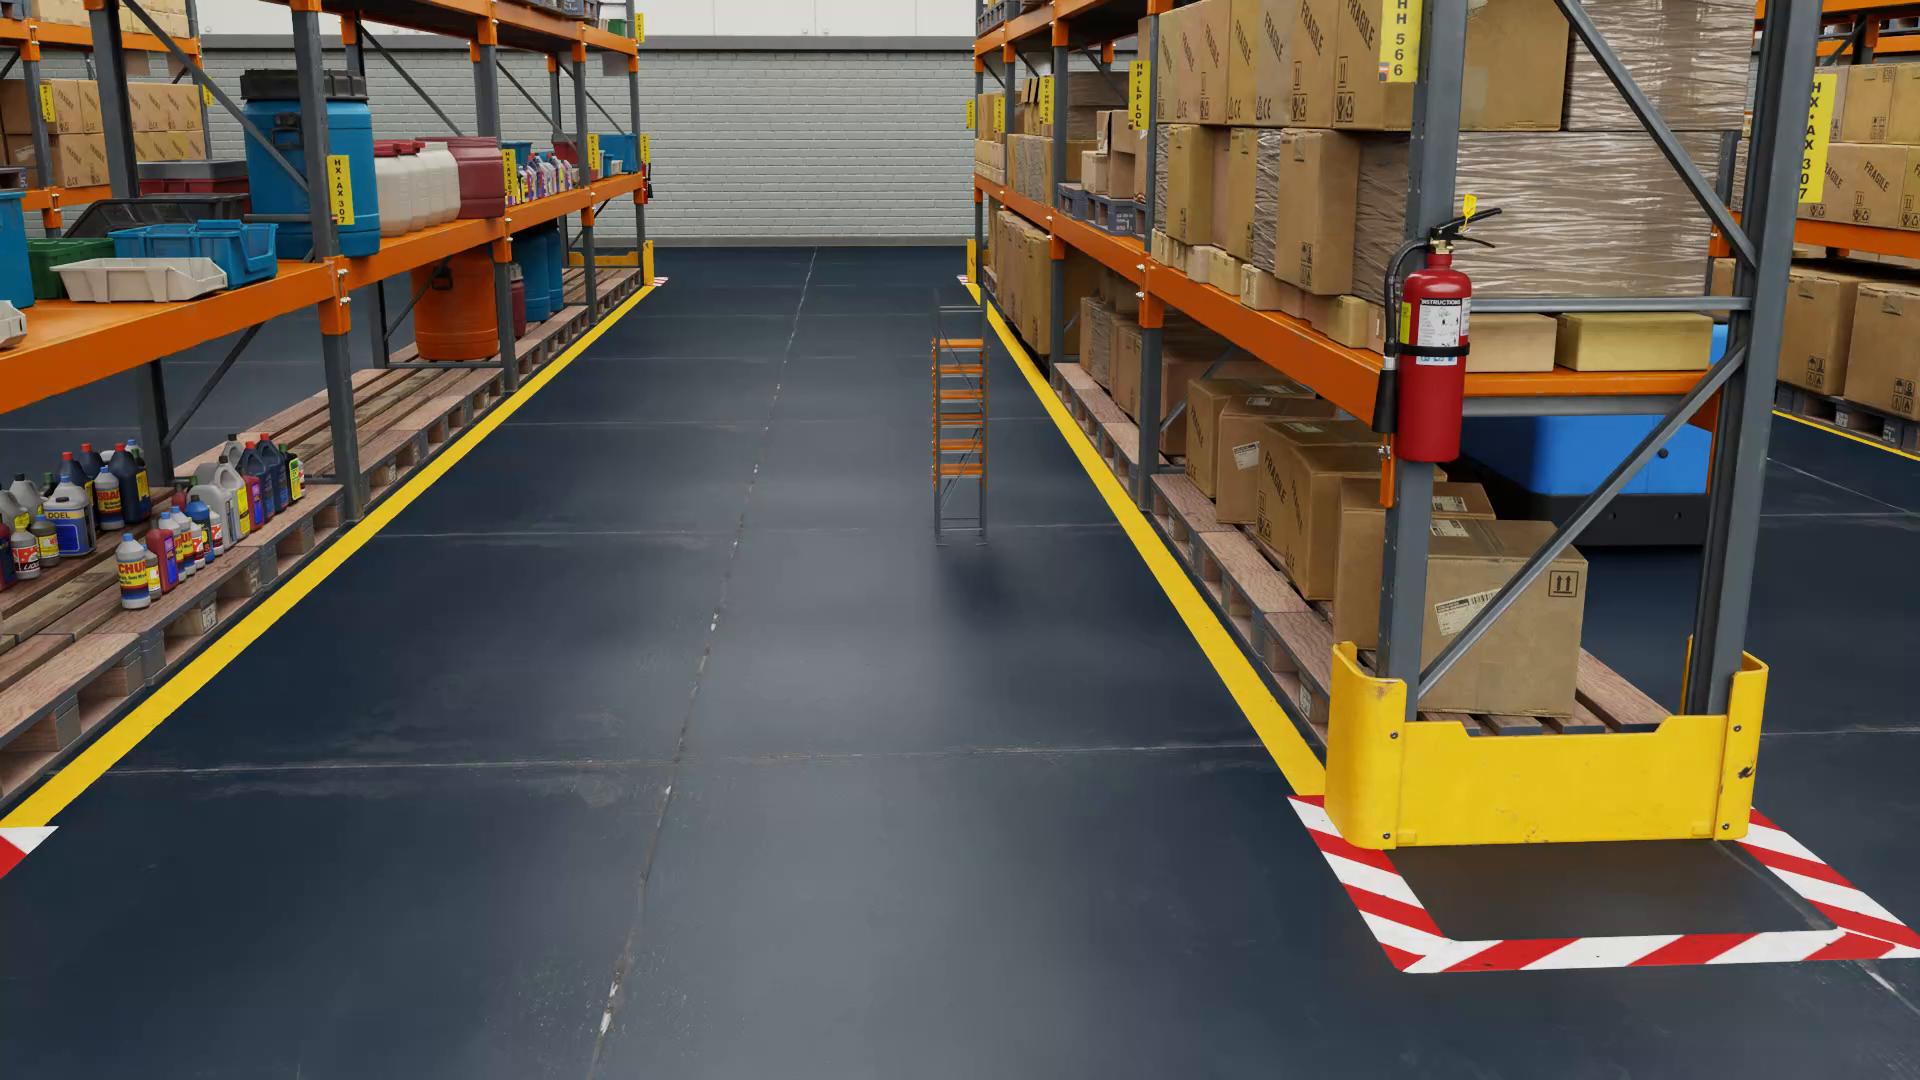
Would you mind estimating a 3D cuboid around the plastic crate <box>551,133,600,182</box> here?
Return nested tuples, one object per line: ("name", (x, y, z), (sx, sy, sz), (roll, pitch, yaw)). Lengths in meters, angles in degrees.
("plastic crate", (-3.818, -3.812, 16.574), (0.402, 0.464, 0.583), (-1, 14, -3))

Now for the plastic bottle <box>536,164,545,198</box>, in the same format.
("plastic bottle", (-3.529, -3.012, 13.948), (0.061, 0.283, 0.133), (-1, 14, -3))

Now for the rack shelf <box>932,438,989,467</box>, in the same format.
("rack shelf", (0.001, -0.418, 7.904), (0.258, 0.103, 0.180), (-1, 14, -3))

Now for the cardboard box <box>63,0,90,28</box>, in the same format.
("cardboard box", (-8.767, -5.080, 16.031), (0.500, 0.250, 0.500), (-1, 14, -3))

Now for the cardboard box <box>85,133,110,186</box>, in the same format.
("cardboard box", (-8.752, -3.757, 16.409), (0.500, 0.500, 0.500), (-1, 14, -2))

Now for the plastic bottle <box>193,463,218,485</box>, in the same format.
("plastic bottle", (-3.324, -0.219, 7.439), (0.152, 0.276, 0.135), (-1, 14, -3))

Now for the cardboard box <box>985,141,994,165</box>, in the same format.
("cardboard box", (0.547, -4.161, 17.884), (0.500, 0.250, 0.500), (-1, 14, -5))

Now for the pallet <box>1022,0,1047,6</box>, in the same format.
("pallet", (1.085, -4.128, 12.411), (1.213, 0.211, 1.003), (0, 14, -1))

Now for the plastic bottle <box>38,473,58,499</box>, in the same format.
("plastic bottle", (-3.901, -0.138, 7.112), (0.061, 0.283, 0.133), (0, 14, -1))

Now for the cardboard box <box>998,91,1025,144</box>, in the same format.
("cardboard box", (0.635, -4.147, 16.325), (0.500, 0.500, 0.500), (0, 14, -2))

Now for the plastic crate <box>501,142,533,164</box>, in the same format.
("plastic crate", (-4.382, -3.658, 16.137), (0.392, 0.384, 0.575), (-1, 14, -3))

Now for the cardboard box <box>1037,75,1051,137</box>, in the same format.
("cardboard box", (1.063, -3.653, 13.990), (0.797, 0.503, 0.637), (0, 14, -2))

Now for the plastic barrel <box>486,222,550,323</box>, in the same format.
("plastic barrel", (-3.952, -2.402, 14.709), (0.600, 0.901, 0.708), (-1, 14, -3))

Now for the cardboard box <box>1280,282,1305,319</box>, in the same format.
("cardboard box", (1.356, -0.875, 5.911), (0.380, 0.149, 0.250), (-1, 14, -3))

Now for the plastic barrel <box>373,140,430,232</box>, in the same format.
("plastic barrel", (-3.430, -2.134, 10.027), (0.433, 0.535, 0.433), (0, 14, 0))

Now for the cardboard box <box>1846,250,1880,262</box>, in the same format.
("cardboard box", (10.779, -3.323, 19.220), (0.875, 0.438, 0.875), (0, 14, -2))

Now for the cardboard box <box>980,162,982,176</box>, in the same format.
("cardboard box", (0.426, -4.190, 18.796), (0.380, 0.149, 0.250), (-1, 14, -4))

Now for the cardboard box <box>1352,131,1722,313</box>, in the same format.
("cardboard box", (1.667, -0.948, 4.893), (0.875, 0.500, 0.500), (-1, 14, -3))

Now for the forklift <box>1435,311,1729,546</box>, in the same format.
("forklift", (3.068, -1.702, 8.758), (1.130, 2.935, 3.031), (-1, 14, -2))

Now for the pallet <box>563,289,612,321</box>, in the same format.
("pallet", (-4.097, -2.358, 16.767), (1.003, 0.211, 1.213), (-1, 14, -3))

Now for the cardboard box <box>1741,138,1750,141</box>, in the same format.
("cardboard box", (6.287, -3.076, 13.025), (0.380, 0.149, 0.250), (0, 14, -1))

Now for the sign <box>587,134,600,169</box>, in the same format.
("sign", (-3.464, -3.668, 15.708), (0.100, 0.325, 0.005), (-1, 14, -3))

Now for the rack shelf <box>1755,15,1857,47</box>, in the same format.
("rack shelf", (6.011, -4.261, 13.991), (1.077, 0.370, 4.000), (-1, 14, -3))

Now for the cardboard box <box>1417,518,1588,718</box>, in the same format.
("cardboard box", (1.652, 0.233, 5.273), (0.500, 0.500, 0.500), (2, 15, 7))

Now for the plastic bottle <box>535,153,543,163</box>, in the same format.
("plastic bottle", (-3.773, -3.276, 14.840), (0.144, 0.351, 0.185), (-1, 14, -3))

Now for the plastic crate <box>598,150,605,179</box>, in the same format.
("plastic crate", (-3.924, -3.880, 17.206), (0.437, 0.282, 0.530), (-1, 14, -3))

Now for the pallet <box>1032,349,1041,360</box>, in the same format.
("pallet", (1.132, -1.757, 14.433), (1.003, 0.211, 1.213), (-1, 14, -3))

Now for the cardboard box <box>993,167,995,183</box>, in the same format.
("cardboard box", (0.537, -3.744, 17.060), (0.380, 0.149, 0.250), (-1, 14, -2))

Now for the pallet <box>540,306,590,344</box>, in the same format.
("pallet", (-4.007, -1.983, 15.310), (1.003, 0.211, 1.213), (-1, 14, -3))

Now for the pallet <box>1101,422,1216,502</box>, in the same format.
("pallet", (1.376, -0.456, 9.376), (1.003, 0.211, 1.213), (-1, 14, -3))

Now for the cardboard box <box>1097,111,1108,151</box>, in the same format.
("cardboard box", (1.252, -2.726, 11.558), (0.500, 0.500, 0.500), (-3, 15, -10))

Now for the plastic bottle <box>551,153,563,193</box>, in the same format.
("plastic bottle", (-3.629, -3.279, 14.849), (0.144, 0.351, 0.185), (-1, 14, -3))

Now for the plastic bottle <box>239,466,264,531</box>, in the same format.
("plastic bottle", (-3.126, -0.191, 7.316), (0.061, 0.283, 0.133), (0, 14, 0))

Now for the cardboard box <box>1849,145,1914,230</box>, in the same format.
("cardboard box", (5.987, -2.216, 10.419), (0.500, 0.500, 0.500), (-1, 14, -4))

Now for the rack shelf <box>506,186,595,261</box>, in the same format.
("rack shelf", (-3.889, -2.680, 13.868), (1.077, 0.370, 4.000), (-1, 14, -3))

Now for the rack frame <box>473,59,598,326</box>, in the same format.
("rack frame", (-4.013, -3.526, 15.711), (1.000, 3.000, 0.127), (-1, 14, -3))

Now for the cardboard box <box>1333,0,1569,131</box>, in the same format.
("cardboard box", (1.393, -1.428, 4.752), (0.500, 0.500, 0.500), (-1, 14, -3))

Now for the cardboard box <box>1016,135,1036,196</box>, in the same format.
("cardboard box", (0.772, -3.283, 14.567), (0.500, 0.500, 0.500), (-1, 14, -5))

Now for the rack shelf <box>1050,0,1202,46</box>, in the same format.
("rack shelf", (1.302, -3.215, 9.925), (1.077, 0.370, 4.000), (-1, 14, -3))

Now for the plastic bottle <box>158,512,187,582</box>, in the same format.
("plastic bottle", (-3.092, 0.026, 6.500), (0.097, 0.271, 0.097), (0, 14, 0))

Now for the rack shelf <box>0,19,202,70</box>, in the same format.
("rack shelf", (-9.081, -5.052, 17.067), (1.077, 0.370, 4.000), (-1, 14, -3))

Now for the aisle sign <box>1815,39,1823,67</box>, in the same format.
("aisle sign", (10.280, -6.023, 20.198), (0.394, 0.787, 0.004), (-1, 14, -3))

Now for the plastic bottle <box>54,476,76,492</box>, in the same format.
("plastic bottle", (-3.823, -0.138, 7.136), (0.097, 0.271, 0.097), (0, 14, 0))

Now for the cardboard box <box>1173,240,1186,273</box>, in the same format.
("cardboard box", (1.185, -1.309, 7.599), (0.380, 0.149, 0.250), (-1, 14, -3))

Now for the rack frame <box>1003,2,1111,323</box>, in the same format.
("rack frame", (0.930, -3.603, 16.008), (1.000, 3.000, 0.127), (-1, 14, -3))

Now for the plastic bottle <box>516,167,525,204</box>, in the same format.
("plastic bottle", (-3.475, -2.794, 13.100), (0.061, 0.283, 0.133), (-1, 14, -3))

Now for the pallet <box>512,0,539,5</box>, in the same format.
("pallet", (-3.715, -4.084, 12.240), (1.003, 0.211, 1.213), (-1, 14, -3))

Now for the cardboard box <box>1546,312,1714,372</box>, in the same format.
("cardboard box", (1.894, -0.571, 4.730), (0.380, 0.149, 0.250), (-1, 14, -3))

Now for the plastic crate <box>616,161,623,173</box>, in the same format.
("plastic crate", (-4.030, -4.222, 18.826), (0.396, 0.136, 0.243), (-1, 14, -3))

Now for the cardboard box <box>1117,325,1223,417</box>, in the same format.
("cardboard box", (1.364, -1.027, 10.130), (0.700, 0.500, 0.500), (-2, 15, -8))

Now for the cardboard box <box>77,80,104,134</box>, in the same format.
("cardboard box", (-8.738, -4.233, 16.252), (0.500, 0.500, 0.500), (-1, 14, -5))

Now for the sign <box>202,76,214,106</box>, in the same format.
("sign", (-8.650, -5.163, 19.114), (0.100, 0.325, 0.005), (-1, 14, -3))

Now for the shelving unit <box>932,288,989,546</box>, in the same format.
("shelving unit", (0.001, -0.577, 7.863), (0.258, 1.200, 0.189), (-1, 14, -3))
